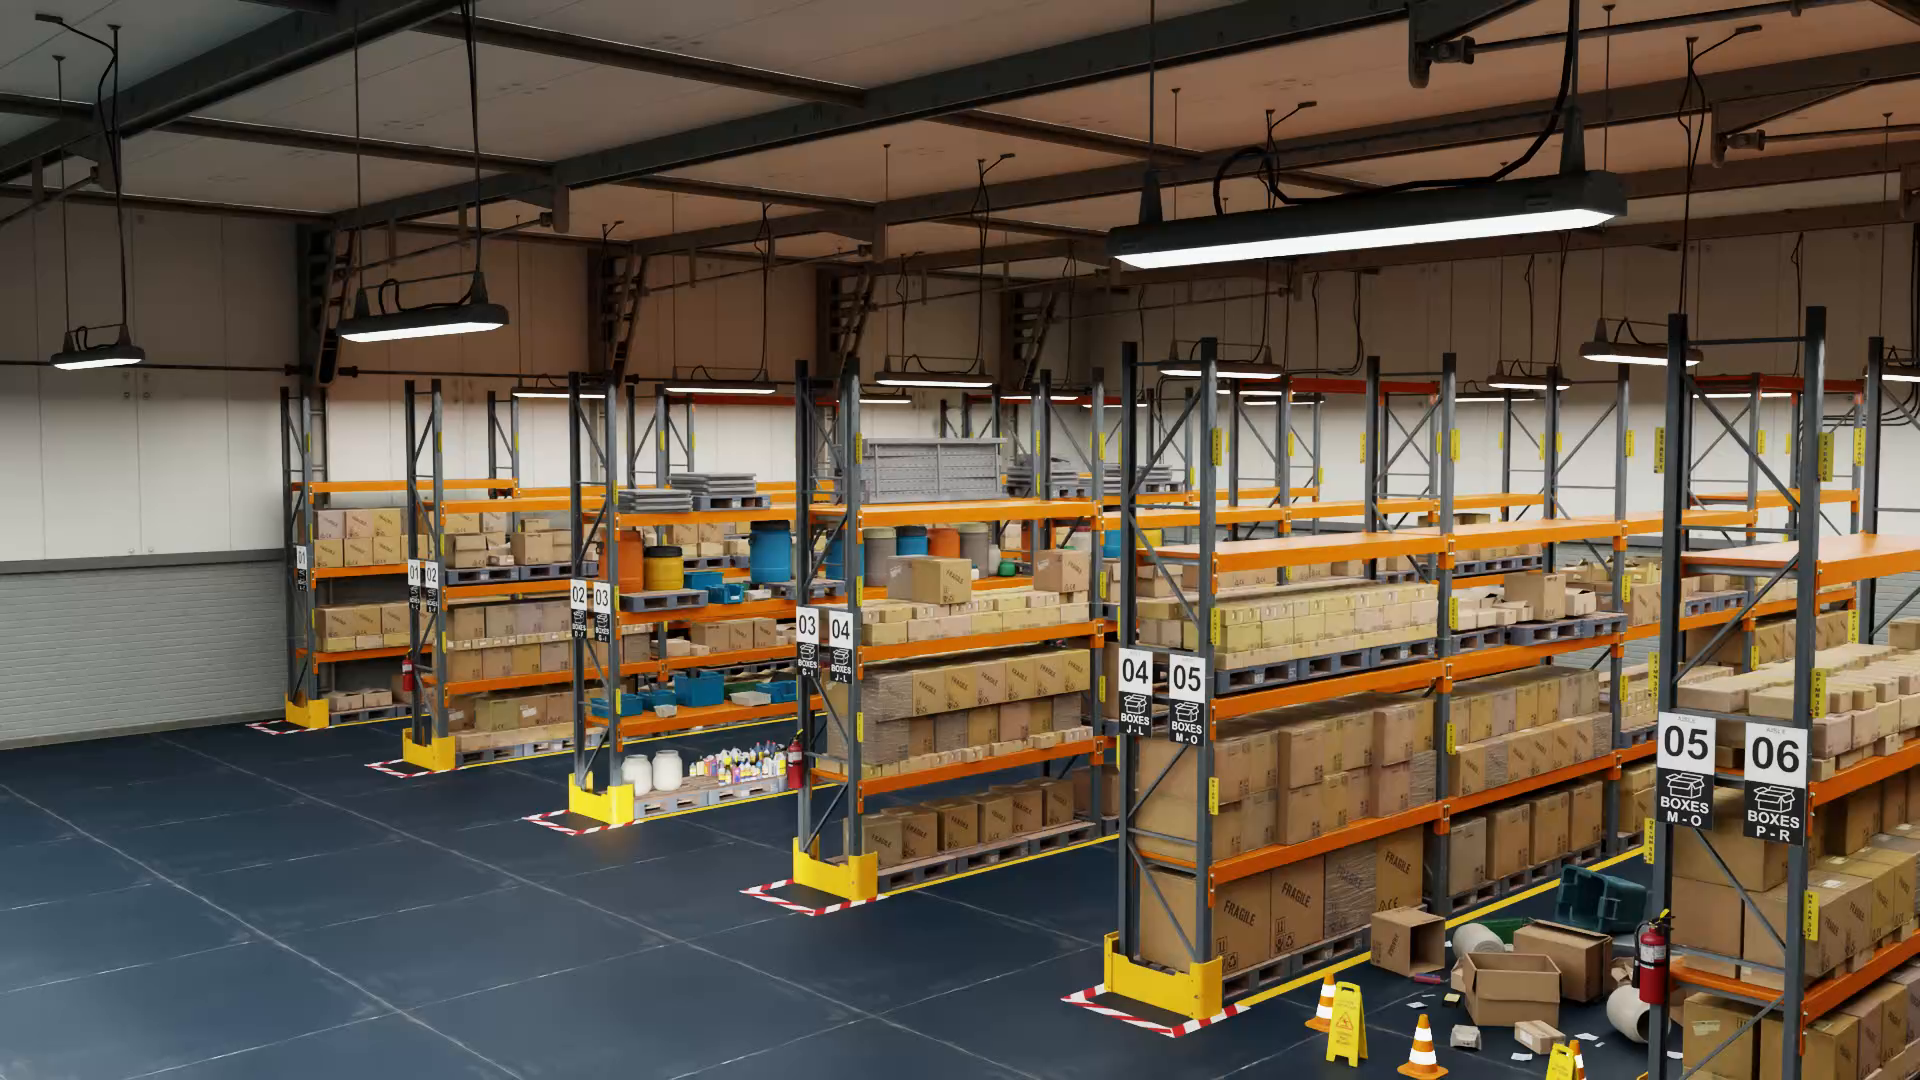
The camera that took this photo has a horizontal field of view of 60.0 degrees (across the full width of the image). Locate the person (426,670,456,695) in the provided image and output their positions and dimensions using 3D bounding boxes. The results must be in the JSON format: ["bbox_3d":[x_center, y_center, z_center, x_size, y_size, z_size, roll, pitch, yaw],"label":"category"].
[{"bbox_3d":[-8.473,2.514,27.676,0.677,1.817,0.798,3,5,40],"label":"person"}]
